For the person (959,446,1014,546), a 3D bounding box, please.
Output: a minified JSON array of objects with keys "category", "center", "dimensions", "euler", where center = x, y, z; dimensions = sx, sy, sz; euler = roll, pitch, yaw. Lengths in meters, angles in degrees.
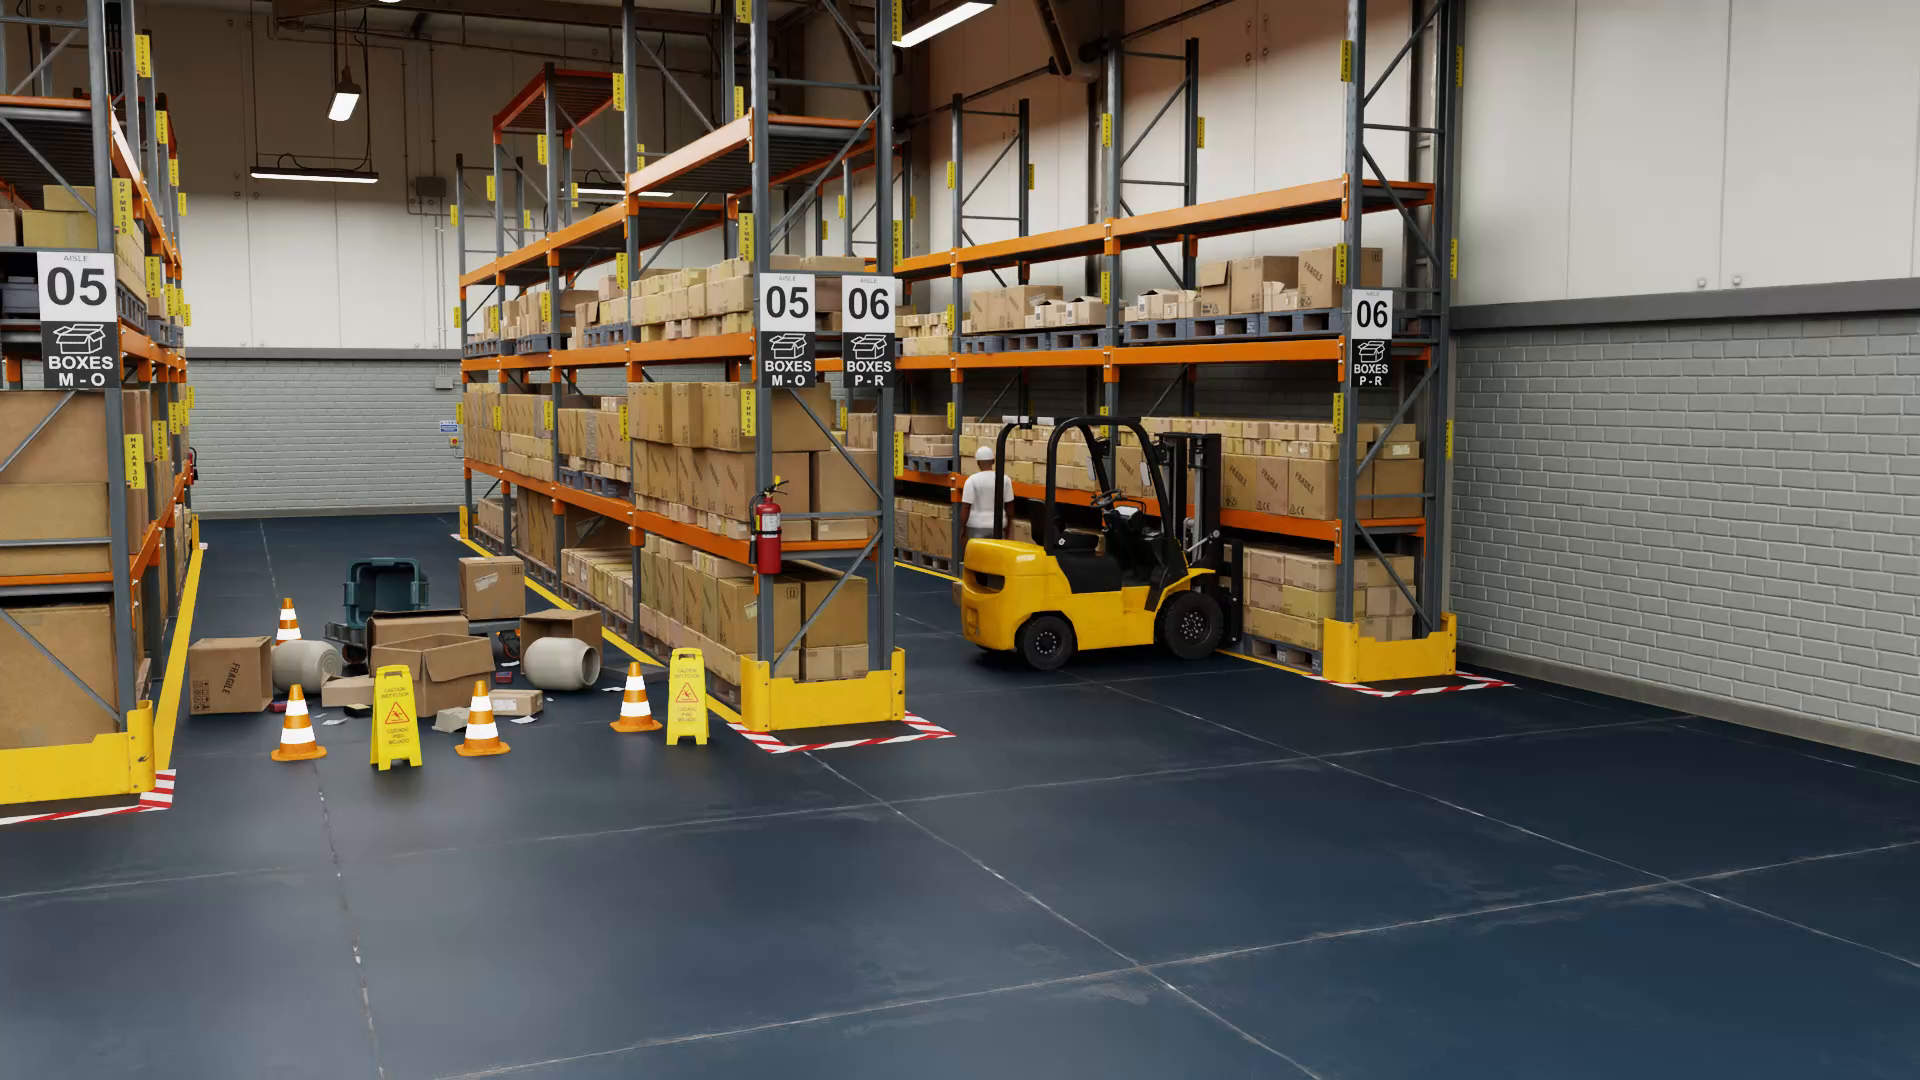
[{"category":"person","center":[0.276,-0.122,17.827],"dimensions":[0.601,1.777,0.404],"euler":[-2,6,-18]}]
